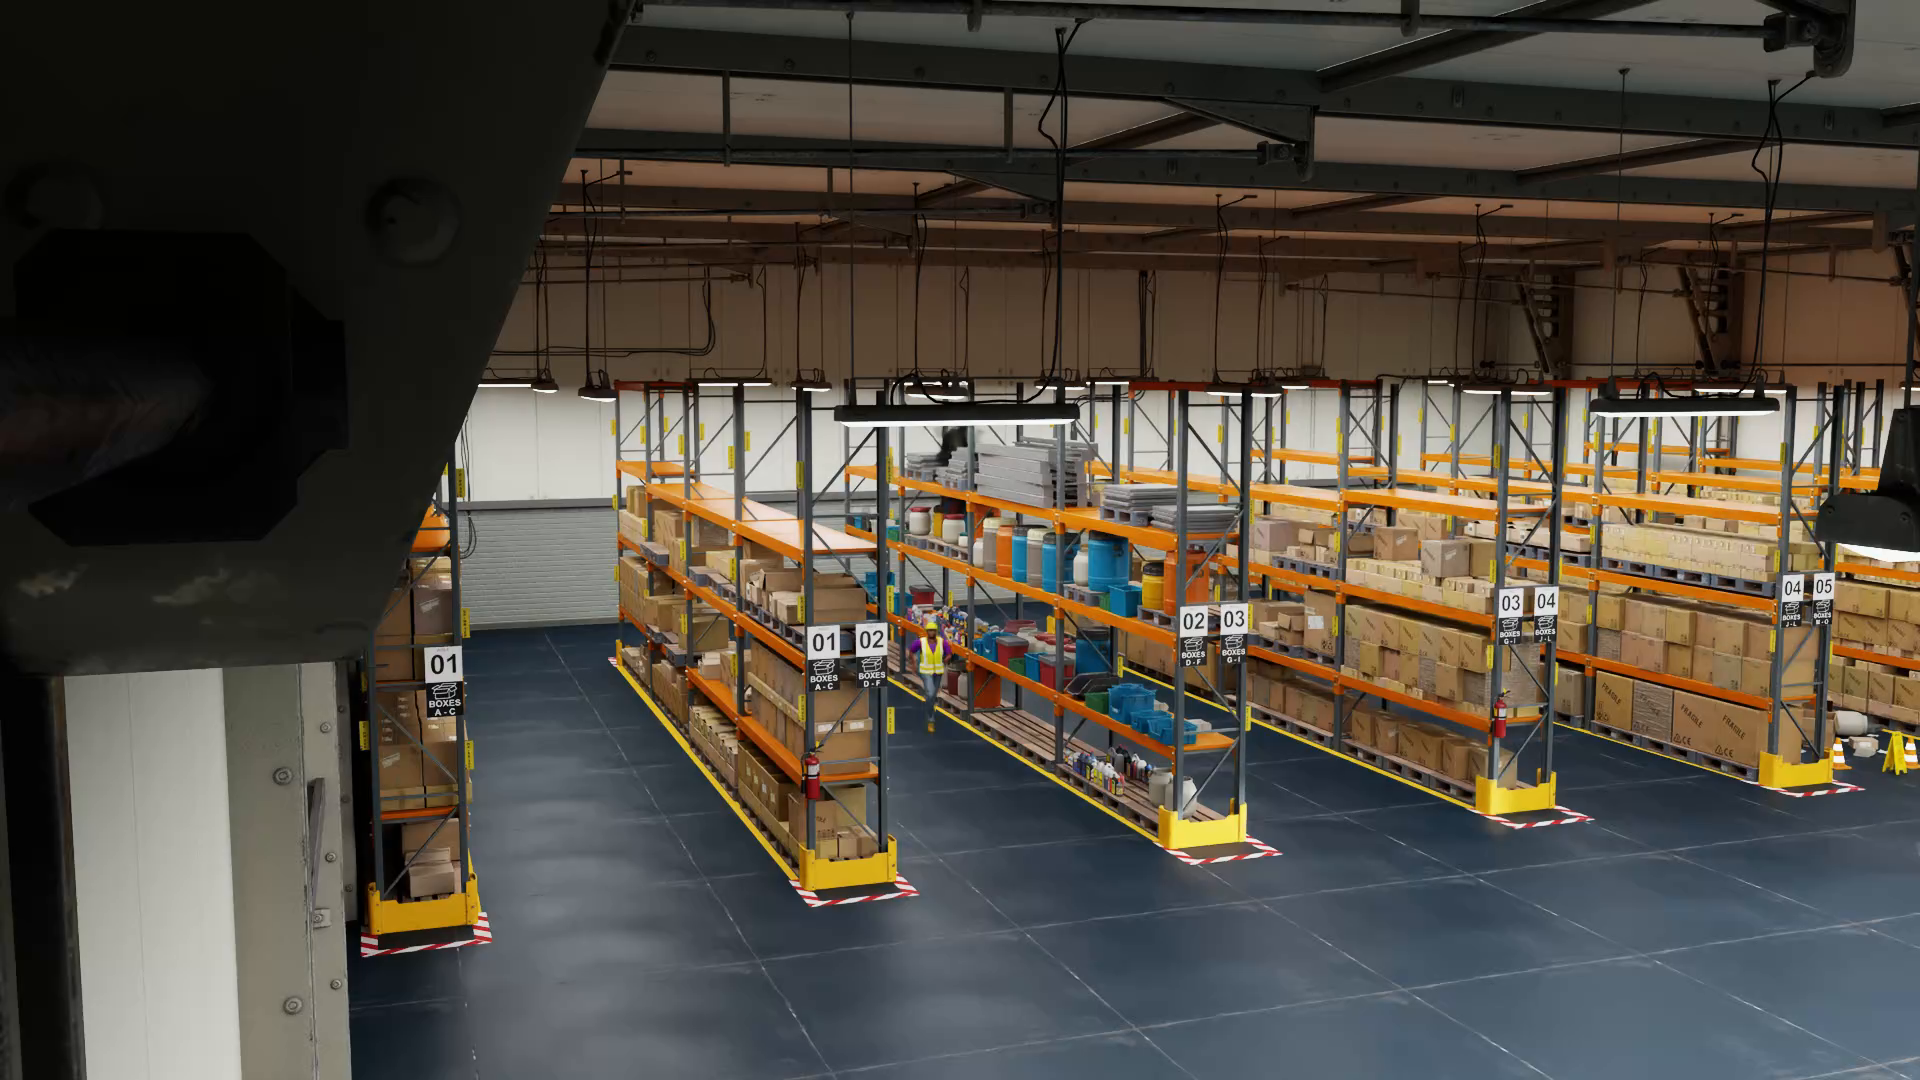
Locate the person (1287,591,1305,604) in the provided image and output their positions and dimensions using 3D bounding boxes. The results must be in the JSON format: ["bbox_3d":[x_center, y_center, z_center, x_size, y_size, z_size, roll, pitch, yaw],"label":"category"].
[{"bbox_3d":[8.568,1.074,41.897,0.835,1.611,0.600,-3,7,-29],"label":"person"}]

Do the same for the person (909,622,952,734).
[{"bbox_3d":[-0.466,2.279,28.015,0.678,1.820,0.779,-2,6,-20],"label":"person"}]

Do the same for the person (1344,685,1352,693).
[{"bbox_3d":[7.259,2.194,31.362,0.561,1.678,0.620,-3,7,-25],"label":"person"}]
